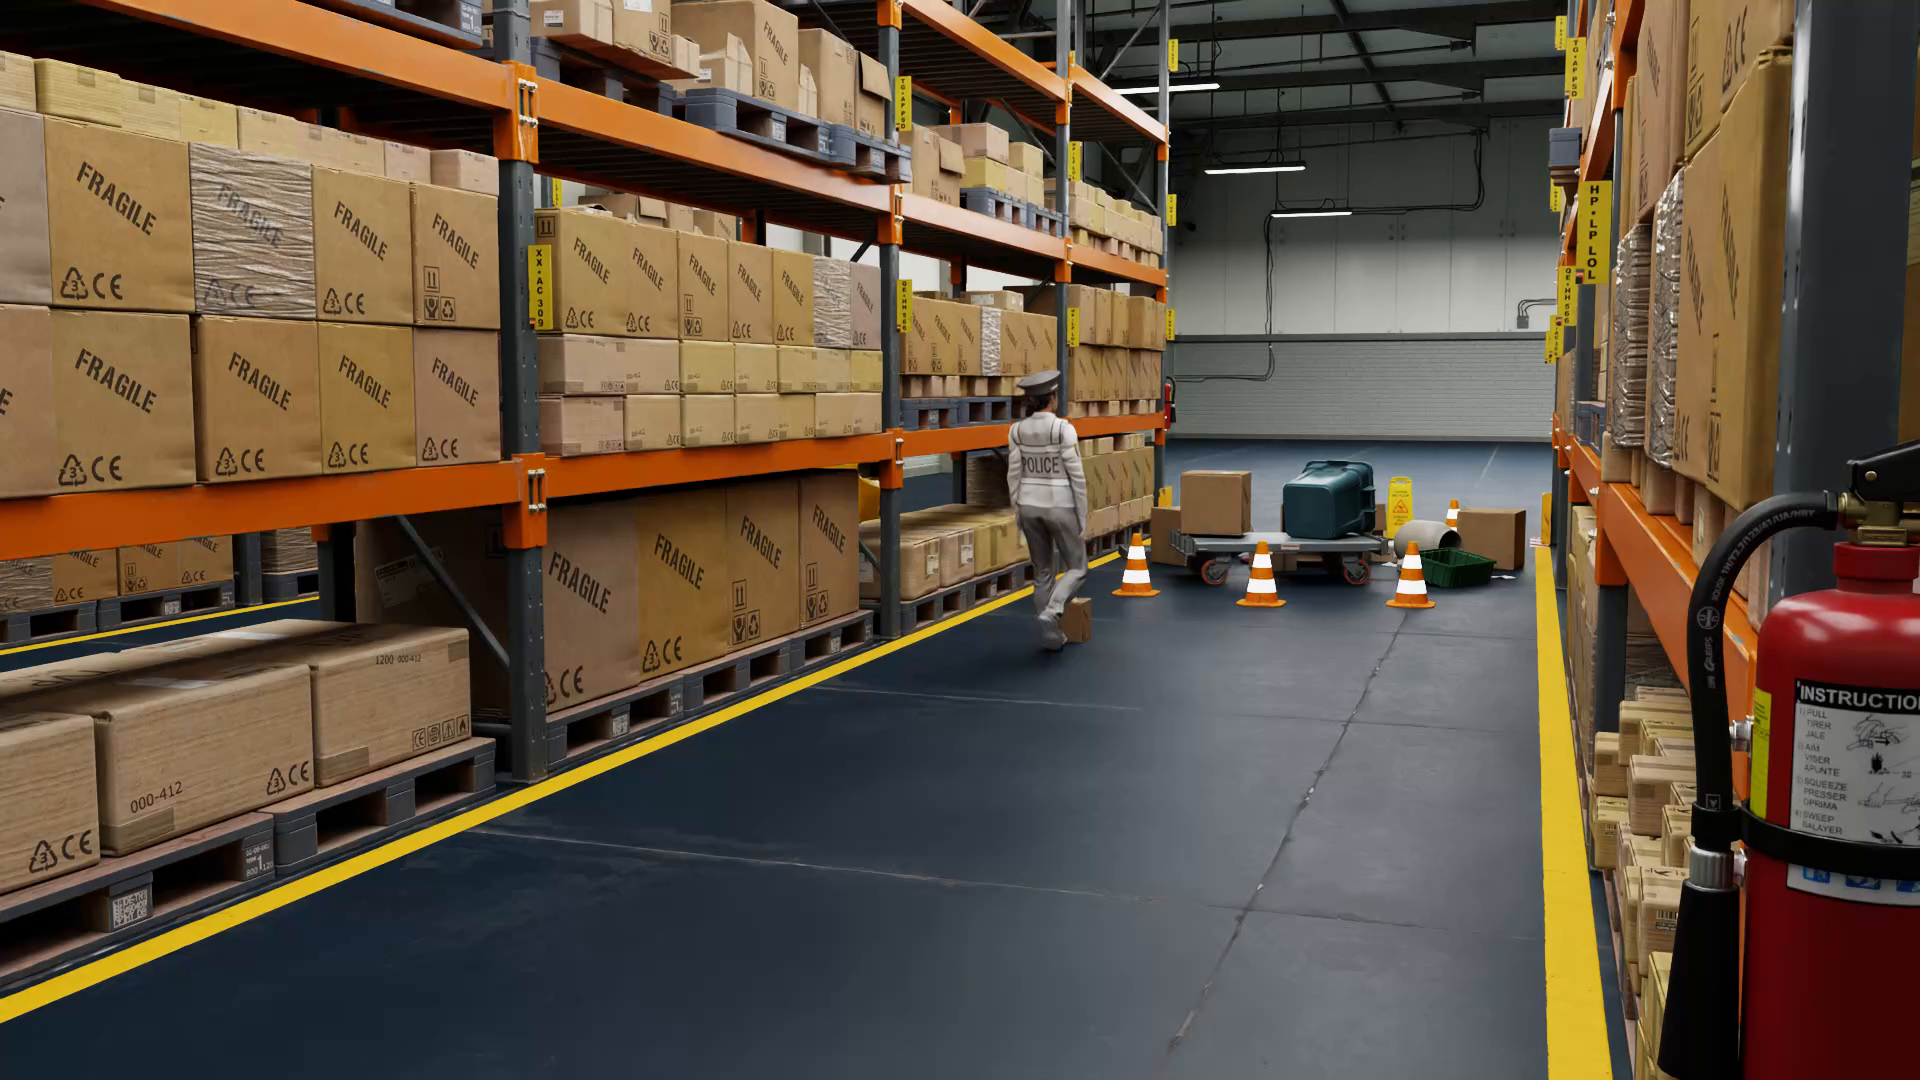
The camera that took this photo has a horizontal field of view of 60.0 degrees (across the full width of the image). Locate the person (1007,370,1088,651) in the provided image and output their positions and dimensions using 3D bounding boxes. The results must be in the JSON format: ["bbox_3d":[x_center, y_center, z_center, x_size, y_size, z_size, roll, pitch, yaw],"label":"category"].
[{"bbox_3d":[0.533,-0.169,9.791,0.512,1.659,0.676,3,6,29],"label":"person"}]
